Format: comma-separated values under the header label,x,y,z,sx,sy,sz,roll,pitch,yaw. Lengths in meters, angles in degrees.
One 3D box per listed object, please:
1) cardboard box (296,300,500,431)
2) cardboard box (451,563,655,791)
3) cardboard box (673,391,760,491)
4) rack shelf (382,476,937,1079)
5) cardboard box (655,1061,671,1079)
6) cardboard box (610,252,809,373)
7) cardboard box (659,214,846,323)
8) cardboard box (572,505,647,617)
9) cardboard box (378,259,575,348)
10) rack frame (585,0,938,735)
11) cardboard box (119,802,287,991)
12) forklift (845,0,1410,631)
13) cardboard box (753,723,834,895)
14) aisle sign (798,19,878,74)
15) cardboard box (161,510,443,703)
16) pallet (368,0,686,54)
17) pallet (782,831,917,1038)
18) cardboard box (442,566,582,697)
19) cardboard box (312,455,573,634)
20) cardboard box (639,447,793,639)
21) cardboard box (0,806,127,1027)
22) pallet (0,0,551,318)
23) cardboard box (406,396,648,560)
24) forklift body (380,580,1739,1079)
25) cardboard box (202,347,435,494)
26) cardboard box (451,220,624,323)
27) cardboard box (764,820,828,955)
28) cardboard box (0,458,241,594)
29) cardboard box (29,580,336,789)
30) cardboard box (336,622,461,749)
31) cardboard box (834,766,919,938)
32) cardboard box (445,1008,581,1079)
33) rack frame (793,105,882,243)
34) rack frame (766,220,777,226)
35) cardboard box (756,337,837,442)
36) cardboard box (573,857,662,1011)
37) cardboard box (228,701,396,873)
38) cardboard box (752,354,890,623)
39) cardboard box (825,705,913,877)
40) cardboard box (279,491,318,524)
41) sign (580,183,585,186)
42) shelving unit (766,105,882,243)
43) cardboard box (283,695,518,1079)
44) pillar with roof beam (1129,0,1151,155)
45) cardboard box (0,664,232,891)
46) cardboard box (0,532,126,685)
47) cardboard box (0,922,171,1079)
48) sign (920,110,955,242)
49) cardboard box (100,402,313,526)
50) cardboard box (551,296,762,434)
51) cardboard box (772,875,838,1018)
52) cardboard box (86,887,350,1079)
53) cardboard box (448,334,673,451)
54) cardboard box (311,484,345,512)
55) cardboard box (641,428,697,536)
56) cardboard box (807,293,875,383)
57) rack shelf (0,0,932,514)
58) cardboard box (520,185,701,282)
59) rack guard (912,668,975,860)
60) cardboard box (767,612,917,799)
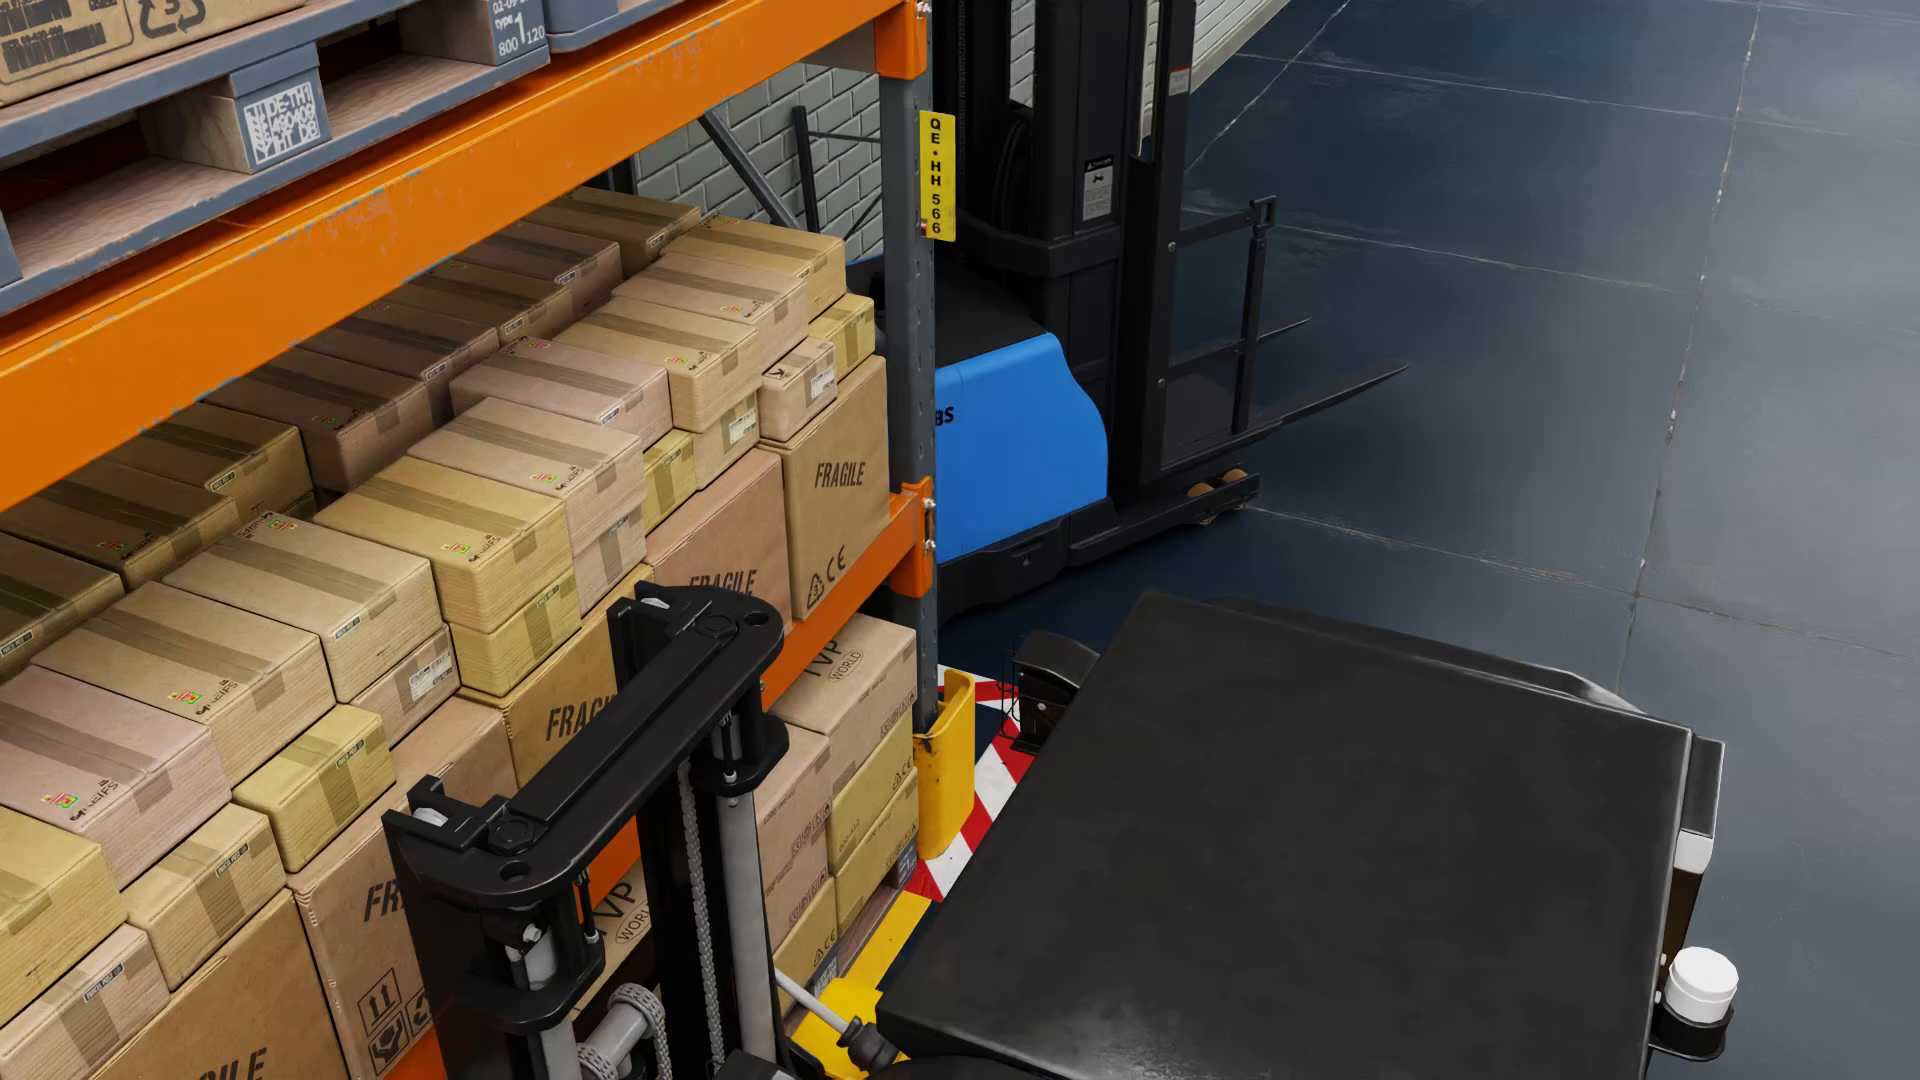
label,x,y,z,sx,sy,sz,roll,pitch,yaw
cardboard box,-1.234,-0.387,3.651,0.380,0.149,0.250,14,36,21
cardboard box,-0.952,0.330,3.420,0.500,0.500,0.500,13,36,20
cardboard box,-0.680,-0.272,3.747,0.380,0.149,0.250,15,36,21
rack shelf,-1.382,0.852,3.372,1.077,0.370,4.000,14,36,20
cardboard box,-0.881,1.143,3.939,0.500,0.250,0.500,13,36,19
cardboard box,-0.579,-0.526,3.863,0.380,0.149,0.250,14,36,21
cardboard box,-0.504,-0.656,4.061,0.380,0.149,0.250,14,36,21
cardboard box,-0.863,-0.007,3.343,0.380,0.149,0.250,13,35,19
cardboard box,-1.117,-0.507,3.834,0.380,0.149,0.250,15,36,21
rack frame,-0.545,-0.445,4.693,1.000,3.000,0.127,14,36,20
cardboard box,-1.285,0.505,2.562,0.380,0.149,0.250,13,35,19
forklift,0.631,-1.503,6.369,3.031,2.935,1.130,-22,39,-29
cardboard box,-0.663,0.667,4.209,0.500,0.250,0.500,15,36,21
aisle sign,-0.251,-1.498,3.928,0.394,0.787,0.004,14,36,20
cardboard box,-1.140,0.109,2.894,0.380,0.149,0.250,15,36,21
pallet,-0.864,-1.316,3.367,1.003,0.211,1.213,14,36,20
pallet,-0.827,1.111,4.862,1.003,0.211,1.213,14,36,20
cardboard box,-0.950,0.123,3.144,0.380,0.149,0.250,14,36,21
cardboard box,-0.946,0.003,3.056,0.380,0.149,0.250,15,36,21
cardboard box,-0.738,0.075,3.810,0.500,0.500,0.500,15,36,22
cardboard box,-1.405,0.499,2.300,0.380,0.149,0.250,14,36,20
pallet,-1.374,-0.707,2.437,1.003,0.211,1.213,14,36,20
cardboard box,-0.843,-0.127,3.255,0.380,0.149,0.250,15,36,22
forklift body,0.319,1.273,2.848,2.313,2.155,1.214,14,36,20
cardboard box,-1.322,-0.250,3.442,0.380,0.149,0.250,15,36,22
cardboard box,-1.048,-0.646,4.046,0.380,0.149,0.250,15,36,22
cardboard box,-0.684,0.881,4.339,0.500,0.250,0.500,14,36,20
cardboard box,-1.553,-0.001,3.061,0.380,0.149,0.250,14,36,21
cardboard box,-1.261,0.231,2.708,0.380,0.149,0.250,14,36,21
cardboard box,-1.136,0.227,2.986,0.380,0.149,0.250,14,36,20
cardboard box,-0.455,0.836,4.865,0.500,0.250,0.500,14,36,21
cardboard box,-1.084,1.172,3.440,0.500,0.250,0.500,13,36,20
rack frame,-0.379,-1.045,6.886,0.500,1.500,0.032,11,37,22
rack frame,-0.793,-0.498,6.135,0.500,1.500,0.032,11,37,22
cardboard box,-0.516,-0.387,3.922,0.380,0.149,0.250,15,36,21
cardboard box,-0.865,0.921,3.823,0.500,0.250,0.500,15,36,21
cardboard box,-1.181,0.370,2.768,0.380,0.149,0.250,13,36,20
cardboard box,-0.512,-0.182,4.200,0.500,0.500,0.500,13,36,19
cardboard box,-0.465,0.634,4.716,0.500,0.250,0.500,14,36,20
cardboard box,-1.525,-0.025,3.369,0.380,0.149,0.250,15,36,22
sign,-1.047,-0.971,4.633,0.100,0.325,0.005,14,36,20
shelving unit,-0.590,-0.767,6.504,0.587,1.500,1.083,11,37,22
cardboard box,-1.152,0.583,3.034,0.500,0.500,0.500,14,36,21
pillar with roof beam,4.765,-4.815,5.886,9.100,9.000,0.400,14,36,20
cardboard box,-1.349,0.359,2.513,0.380,0.149,0.250,14,36,20
cardboard box,-1.660,0.132,2.859,0.380,0.149,0.250,15,36,22
cardboard box,-1.374,0.634,2.365,0.380,0.149,0.250,14,36,20
sign,-0.058,-0.897,4.111,0.100,0.325,0.005,14,36,20
cardboard box,-1.521,-0.142,3.277,0.380,0.149,0.250,13,36,19
cardboard box,-0.663,-0.389,3.654,0.380,0.149,0.250,15,36,22
cardboard box,-0.671,1.081,4.490,0.500,0.250,0.500,14,36,20
cardboard box,-1.382,0.828,2.660,0.500,0.500,0.500,14,36,20
cardboard box,-0.835,-0.282,3.491,0.380,0.149,0.250,14,36,21
cardboard box,-1.416,-0.159,3.575,0.380,0.149,0.250,15,36,21
cardboard box,-0.794,-0.151,3.562,0.380,0.149,0.250,14,36,20
cardboard box,-0.436,-0.521,4.127,0.380,0.149,0.250,15,36,21
rack shelf,-1.382,-0.403,2.549,1.077,0.370,4.000,14,36,20
cardboard box,-0.880,-0.764,4.226,0.380,0.149,0.250,13,36,20
rack guard,-0.535,0.588,5.397,1.175,0.500,0.348,14,36,20
cardboard box,-0.454,0.412,4.599,0.500,0.250,0.500,15,36,22
